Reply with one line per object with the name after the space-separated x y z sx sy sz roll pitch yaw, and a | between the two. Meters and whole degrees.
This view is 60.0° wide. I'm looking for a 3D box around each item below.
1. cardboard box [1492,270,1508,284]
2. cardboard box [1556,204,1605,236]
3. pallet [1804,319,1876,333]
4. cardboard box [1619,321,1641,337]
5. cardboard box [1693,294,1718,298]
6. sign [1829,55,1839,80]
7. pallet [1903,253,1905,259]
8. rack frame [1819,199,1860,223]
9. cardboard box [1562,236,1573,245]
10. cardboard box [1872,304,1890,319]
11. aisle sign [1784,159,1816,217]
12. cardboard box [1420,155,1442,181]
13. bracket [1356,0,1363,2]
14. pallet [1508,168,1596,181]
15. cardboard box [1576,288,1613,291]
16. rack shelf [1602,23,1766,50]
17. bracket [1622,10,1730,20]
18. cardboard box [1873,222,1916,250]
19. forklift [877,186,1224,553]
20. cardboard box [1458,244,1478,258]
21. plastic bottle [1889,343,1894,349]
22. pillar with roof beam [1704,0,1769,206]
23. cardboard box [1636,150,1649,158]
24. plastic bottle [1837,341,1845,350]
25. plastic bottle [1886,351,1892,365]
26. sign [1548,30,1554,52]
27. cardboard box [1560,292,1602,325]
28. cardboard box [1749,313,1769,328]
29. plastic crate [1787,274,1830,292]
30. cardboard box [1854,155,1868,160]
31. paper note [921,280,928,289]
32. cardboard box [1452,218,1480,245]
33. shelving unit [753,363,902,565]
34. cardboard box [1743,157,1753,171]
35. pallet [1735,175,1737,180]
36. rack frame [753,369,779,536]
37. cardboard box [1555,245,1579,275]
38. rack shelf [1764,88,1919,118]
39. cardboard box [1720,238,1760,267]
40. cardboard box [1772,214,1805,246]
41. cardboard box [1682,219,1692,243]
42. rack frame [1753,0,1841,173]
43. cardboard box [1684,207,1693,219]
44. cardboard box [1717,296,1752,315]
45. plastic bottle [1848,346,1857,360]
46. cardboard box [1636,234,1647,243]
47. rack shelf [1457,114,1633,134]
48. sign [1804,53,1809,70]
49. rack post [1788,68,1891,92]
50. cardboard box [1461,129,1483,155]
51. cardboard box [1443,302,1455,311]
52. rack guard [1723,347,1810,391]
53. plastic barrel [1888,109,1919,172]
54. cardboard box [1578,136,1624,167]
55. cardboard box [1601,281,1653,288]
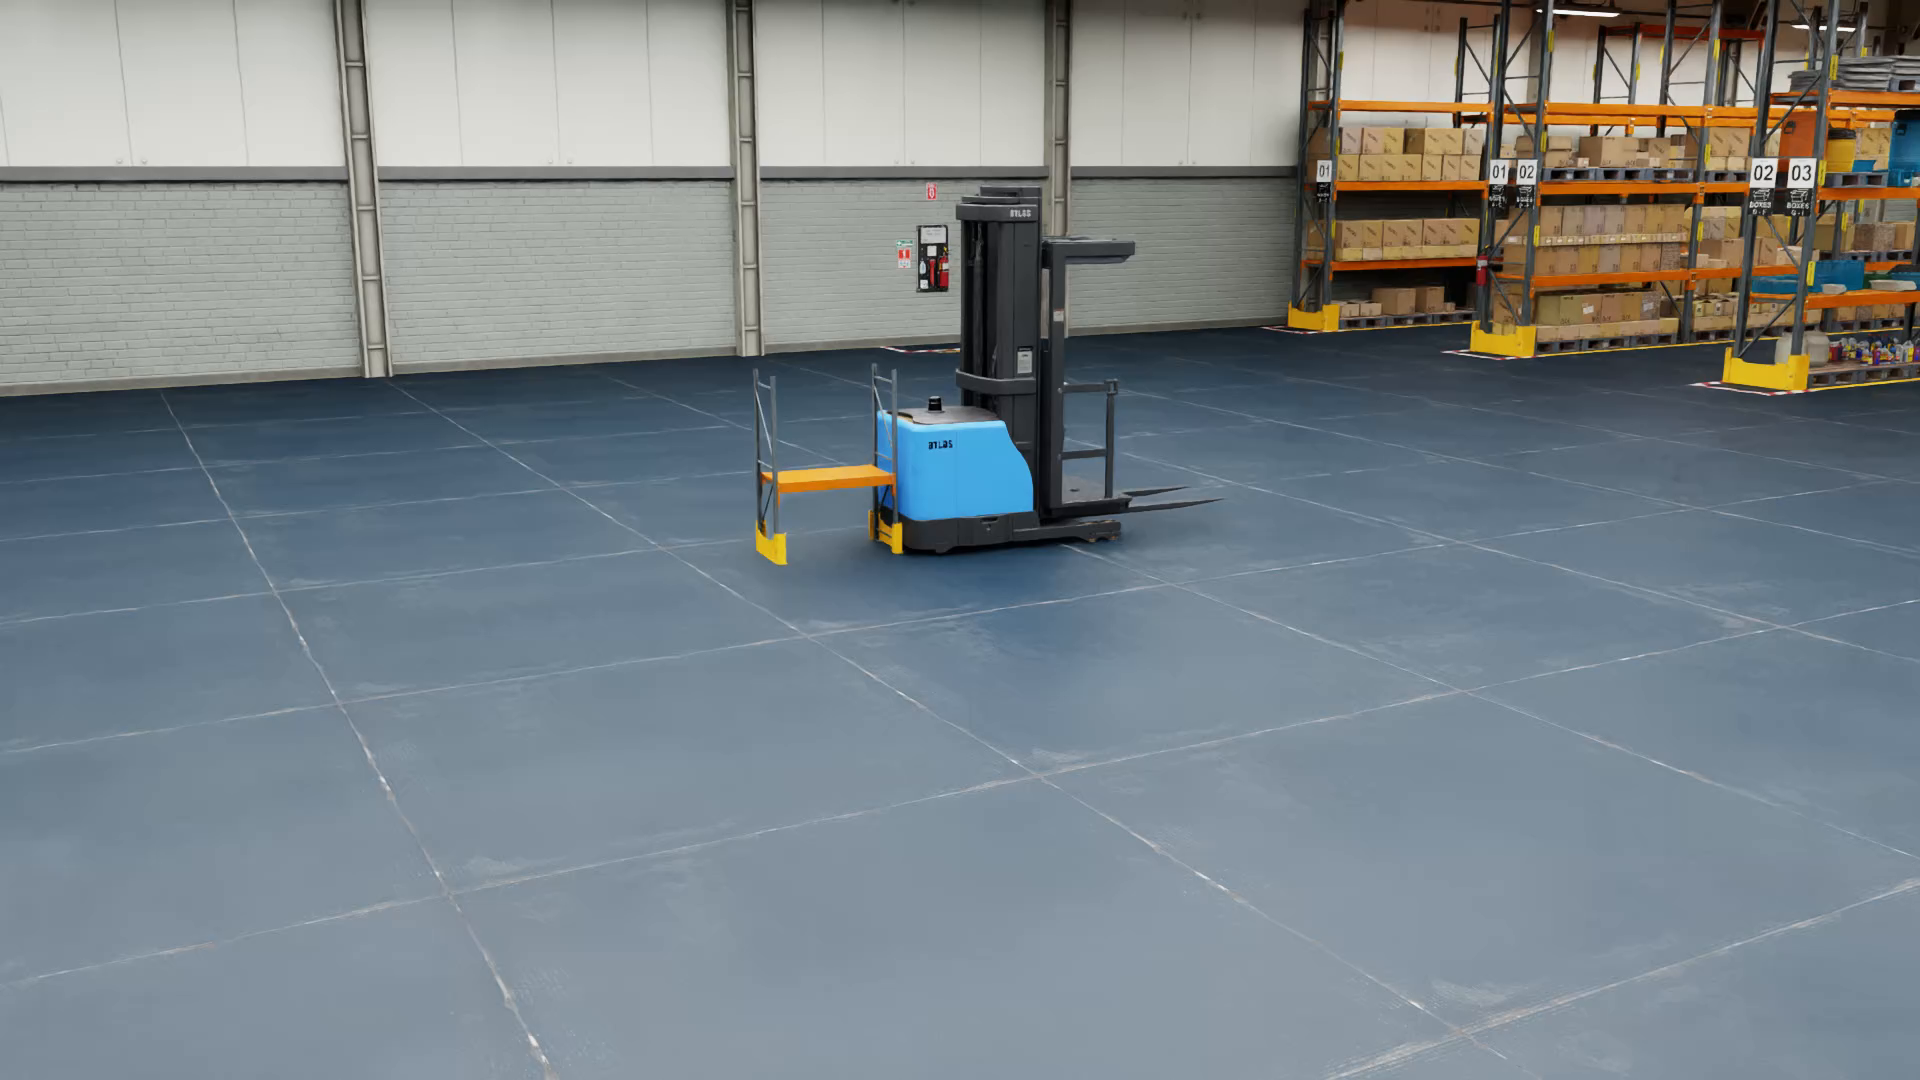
11.350 -5.494 34.673 0.500 0.250 0.500 -7 15 -29 | cardboard box
10.556 -5.474 28.417 0.500 0.500 0.700 -7 14 -28 | cardboard box
16.888 -4.183 32.214 1.213 0.211 1.003 -7 14 -28 | pallet
11.526 -3.717 29.102 0.500 0.250 0.500 -7 14 -28 | cardboard box
13.815 -4.394 30.830 0.500 0.311 0.500 -7 14 -28 | cardboard box
11.823 -6.394 22.500 0.005 0.325 0.100 -7 14 -28 | sign
18.972 -5.736 33.202 1.213 0.211 1.003 -7 14 -28 | pallet
20.860 -7.268 39.571 0.127 3.000 1.000 -7 14 -28 | rack frame
10.090 -5.050 28.010 0.250 0.149 0.380 -7 14 -28 | cardboard box
17.651 -4.568 32.265 0.500 0.500 0.500 -7 14 -29 | cardboard box
11.640 -4.880 23.038 0.004 0.787 0.394 -7 14 -28 | aisle sign
9.084 -7.310 32.655 0.500 0.500 0.500 -7 15 -30 | cardboard box
7.550 -10.483 31.996 0.430 0.232 0.235 -7 14 -28 | bracket
9.826 -6.120 27.840 1.213 0.211 1.003 -7 14 -28 | pallet
11.269 -4.187 29.479 0.500 0.500 0.500 -7 14 -28 | cardboard box
15.593 -10.834 35.822 4.000 0.370 1.077 -7 14 -28 | rack shelf
15.078 -11.385 36.005 4.783 0.066 0.076 -7 14 -28 | bracket
18.204 -5.949 32.525 0.500 0.500 0.700 -12 17 -42 | cardboard box
0.816 -1.512 14.151 3.031 2.935 1.130 -5 14 -23 | forklift
10.056 -5.834 33.495 0.500 0.250 0.500 -7 14 -28 | cardboard box
13.999 -2.812 24.958 0.133 0.283 0.061 -7 14 -28 | plastic bottle
19.611 -9.184 34.424 0.548 9.000 9.100 -7 14 -28 | pillar with roof beam
11.661 -6.685 29.079 0.500 0.311 0.500 -8 15 -31 | cardboard box
13.321 -2.875 25.252 0.135 0.276 0.152 -7 15 -29 | plastic bottle
13.779 -2.712 24.701 0.097 0.201 0.097 0 13 0 | plastic bottle
9.453 -7.982 26.595 0.005 0.325 0.100 -7 14 -28 | sign
10.641 -3.981 28.566 0.500 0.500 0.500 -7 14 -28 | cardboard box
14.526 -4.071 30.673 0.500 0.250 0.500 -7 14 -27 | cardboard box
12.431 -3.780 24.414 0.408 0.251 0.499 -7 14 -28 | plastic crate
16.581 -7.036 31.484 0.500 0.500 0.910 -7 14 -28 | cardboard box
-0.626 -4.506 29.306 0.142 0.148 0.016 -7 14 -28 | paper note
10.060 -6.198 33.408 0.500 0.500 0.500 -7 14 -28 | cardboard box
-1.077 -0.637 13.523 1.083 1.500 0.587 -5 14 -23 | shelving unit
14.411 -6.836 30.204 0.500 0.250 0.500 -8 15 -33 | cardboard box
16.568 -8.111 36.922 1.217 0.209 0.805 -8 15 -30 | pallet
-1.551 -0.591 13.321 0.032 1.500 0.500 -5 14 -23 | rack frame
10.067 -4.782 28.298 0.500 0.500 0.700 -6 14 -26 | cardboard box
13.318 -6.266 24.008 4.000 0.370 1.077 -7 14 -28 | rack shelf
14.288 -5.286 30.536 0.500 0.500 0.500 -7 14 -28 | cardboard box
19.110 -7.201 38.593 0.700 0.700 0.980 -8 15 -31 | cardboard box
15.740 -6.793 36.512 0.500 0.500 0.500 -6 14 -26 | cardboard box
11.563 -6.602 22.950 0.127 3.000 1.000 -7 14 -28 | rack frame
15.713 -7.159 36.428 0.500 0.250 0.500 -7 15 -29 | cardboard box
14.081 -4.290 30.368 0.500 0.311 0.500 -7 15 -30 | cardboard box
13.561 -2.838 25.258 0.097 0.201 0.097 0 13 0 | plastic bottle
11.674 -5.240 28.855 0.250 0.149 0.380 -7 14 -28 | cardboard box
12.082 -8.596 34.361 4.000 0.370 1.077 -7 14 -28 | rack shelf
15.946 -8.997 31.282 0.005 0.325 0.100 -7 14 -28 | sign
12.287 -6.413 23.249 0.954 0.300 0.937 -5 14 -22 | rack post
10.017 -7.910 33.043 0.500 0.500 0.500 -8 15 -33 | cardboard box
9.872 -4.776 33.949 0.250 0.166 0.380 -9 16 -35 | cardboard box
11.607 -2.473 23.959 0.348 0.500 1.175 -7 14 -28 | rack guard
14.149 -5.925 24.674 0.708 0.901 0.600 -7 14 -28 | plastic barrel
10.781 -6.538 27.992 0.500 0.500 0.500 -7 14 -28 | cardboard box
14.546 -5.634 36.253 0.750 0.750 0.750 -7 14 -29 | cardboard box
